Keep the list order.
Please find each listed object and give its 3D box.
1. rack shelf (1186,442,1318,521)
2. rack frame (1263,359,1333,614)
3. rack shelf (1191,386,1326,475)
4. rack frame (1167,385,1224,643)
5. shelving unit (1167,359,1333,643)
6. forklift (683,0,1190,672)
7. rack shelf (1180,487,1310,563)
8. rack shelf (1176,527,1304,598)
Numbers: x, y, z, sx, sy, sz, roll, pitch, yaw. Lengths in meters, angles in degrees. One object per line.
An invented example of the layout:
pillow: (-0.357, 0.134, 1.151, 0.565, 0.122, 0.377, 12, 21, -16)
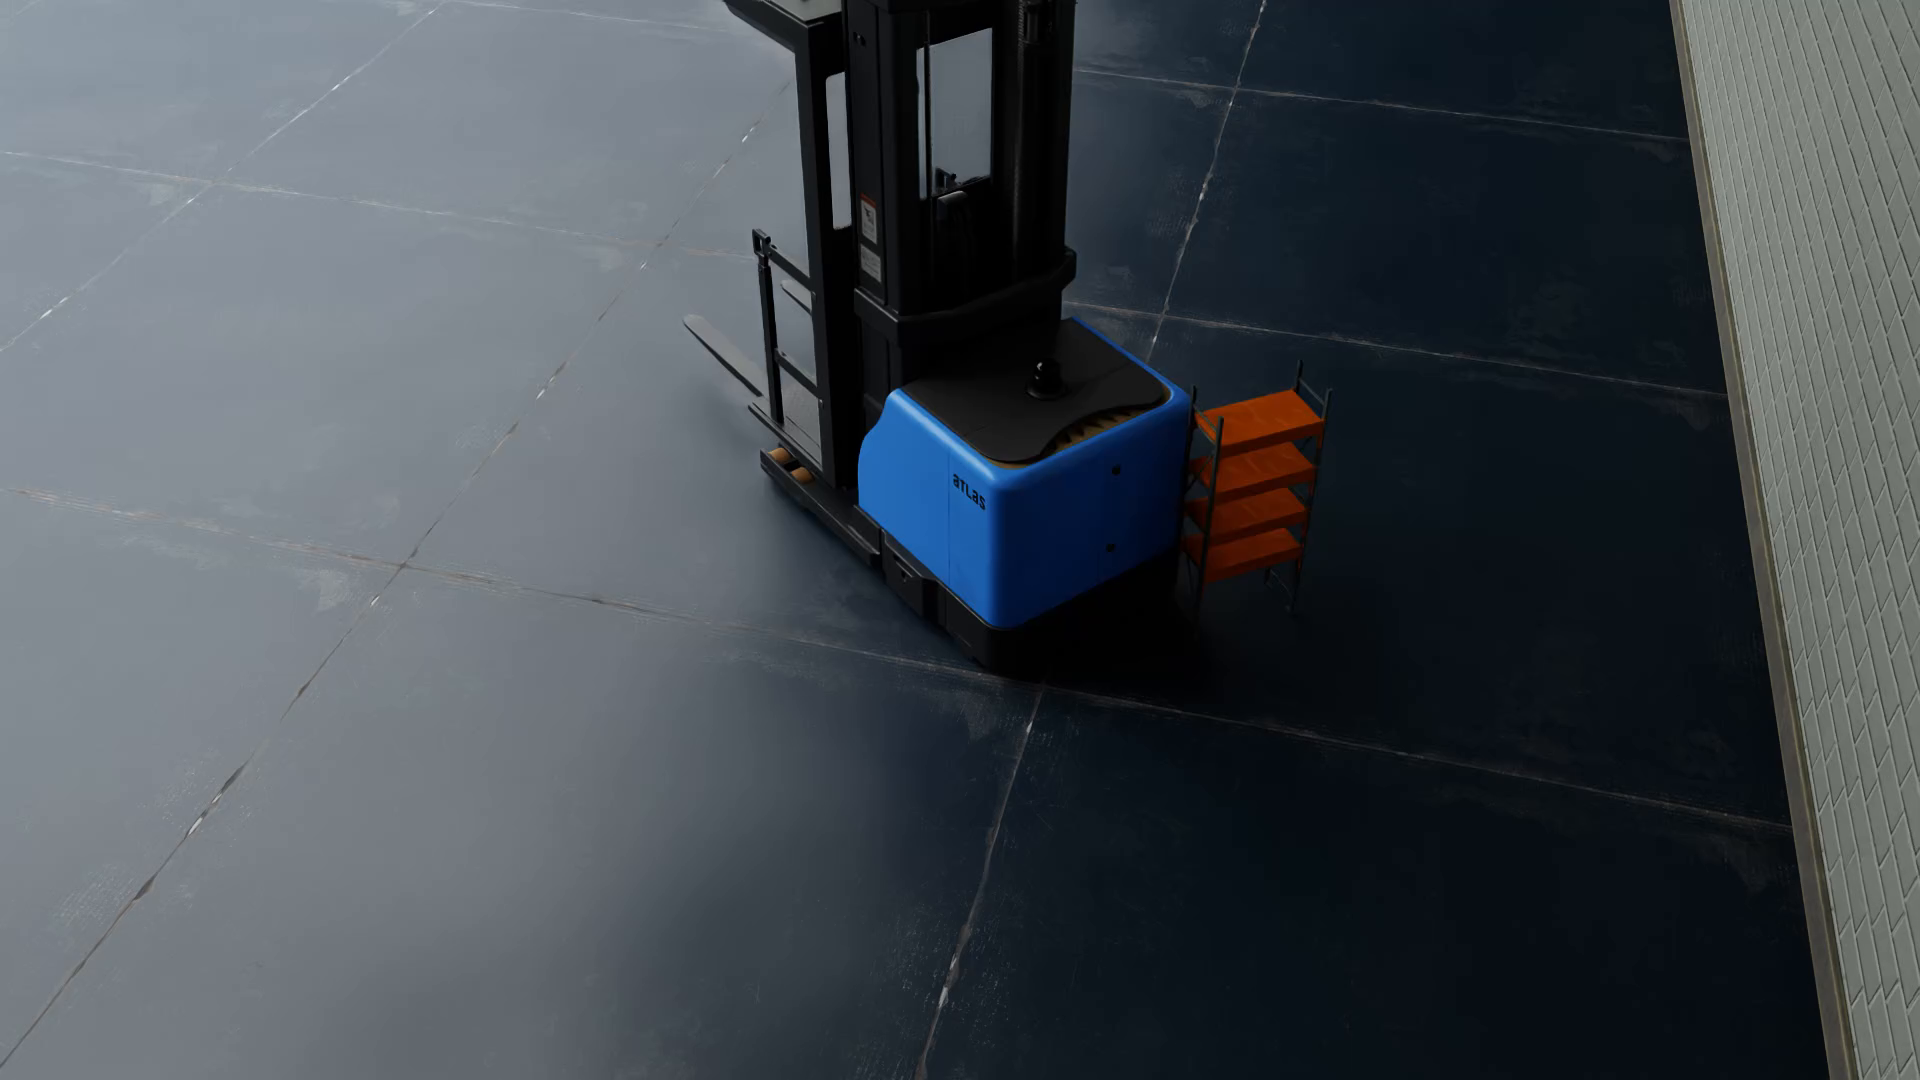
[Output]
rack shelf: (1.199, -0.264, 6.889, 0.480, 0.148, 0.258, -15, 42, -17)
rack frame: (1.425, -0.204, 7.060, 0.015, 1.200, 0.240, -15, 42, -17)
rack shelf: (1.199, -0.445, 6.736, 0.480, 0.148, 0.258, -15, 42, -17)
rack frame: (0.973, -0.085, 6.919, 0.015, 1.200, 0.240, -15, 42, -17)
shelving unit: (1.199, -0.145, 6.989, 0.503, 1.200, 0.258, -15, 42, -17)
forklift: (-0.308, -1.469, 7.220, 1.130, 2.935, 3.031, -25, 46, -27)
rack shelf: (1.199, -0.093, 7.032, 0.480, 0.148, 0.258, -15, 42, -17)
rack shelf: (1.199, 0.059, 7.160, 0.480, 0.148, 0.258, -15, 42, -17)
